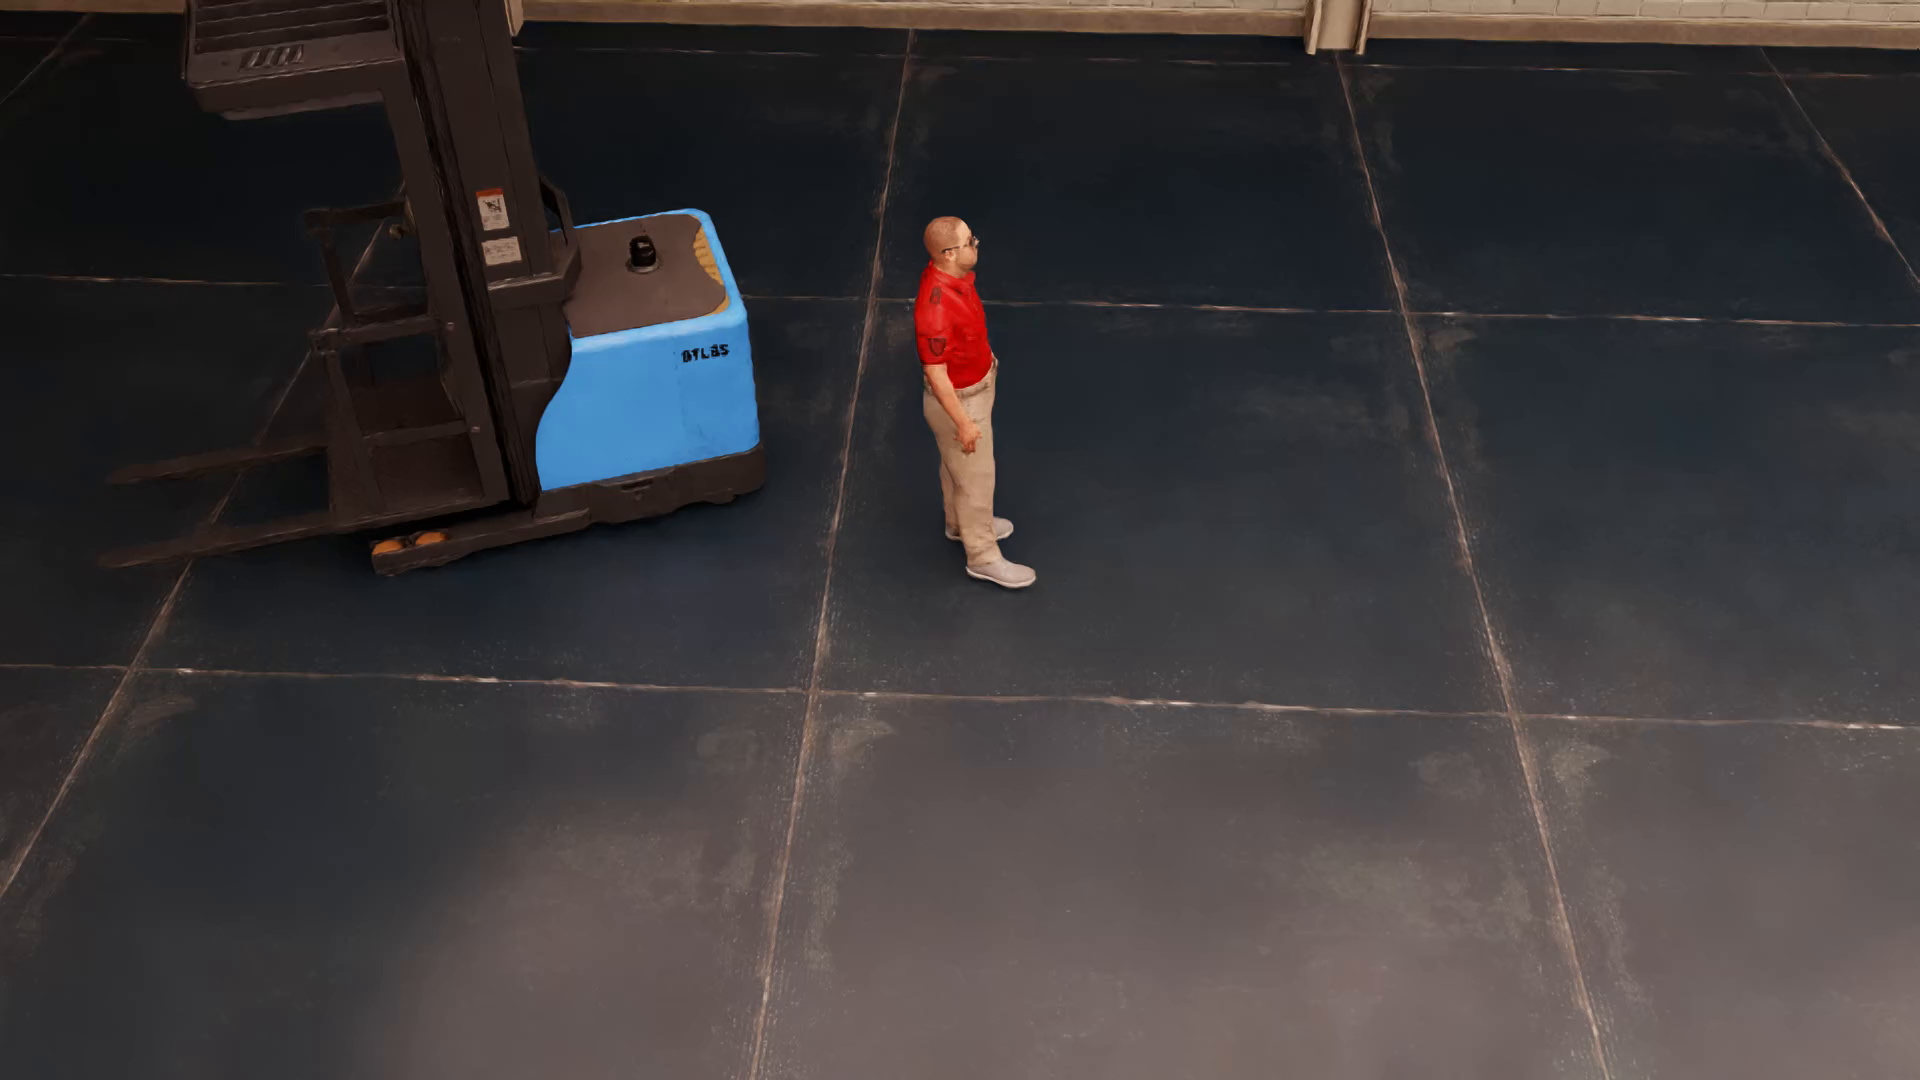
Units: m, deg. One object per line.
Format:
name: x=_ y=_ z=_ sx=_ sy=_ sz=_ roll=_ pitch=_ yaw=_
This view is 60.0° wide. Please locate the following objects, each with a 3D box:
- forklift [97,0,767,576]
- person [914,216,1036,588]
forklift: x=-2.521 y=-1.317 z=7.185 sx=3.031 sy=2.935 sz=1.130 roll=-12 pitch=44 yaw=-13
person: x=0.089 y=-0.633 z=7.317 sx=0.550 sy=1.726 sz=0.640 roll=2 pitch=42 yaw=2
